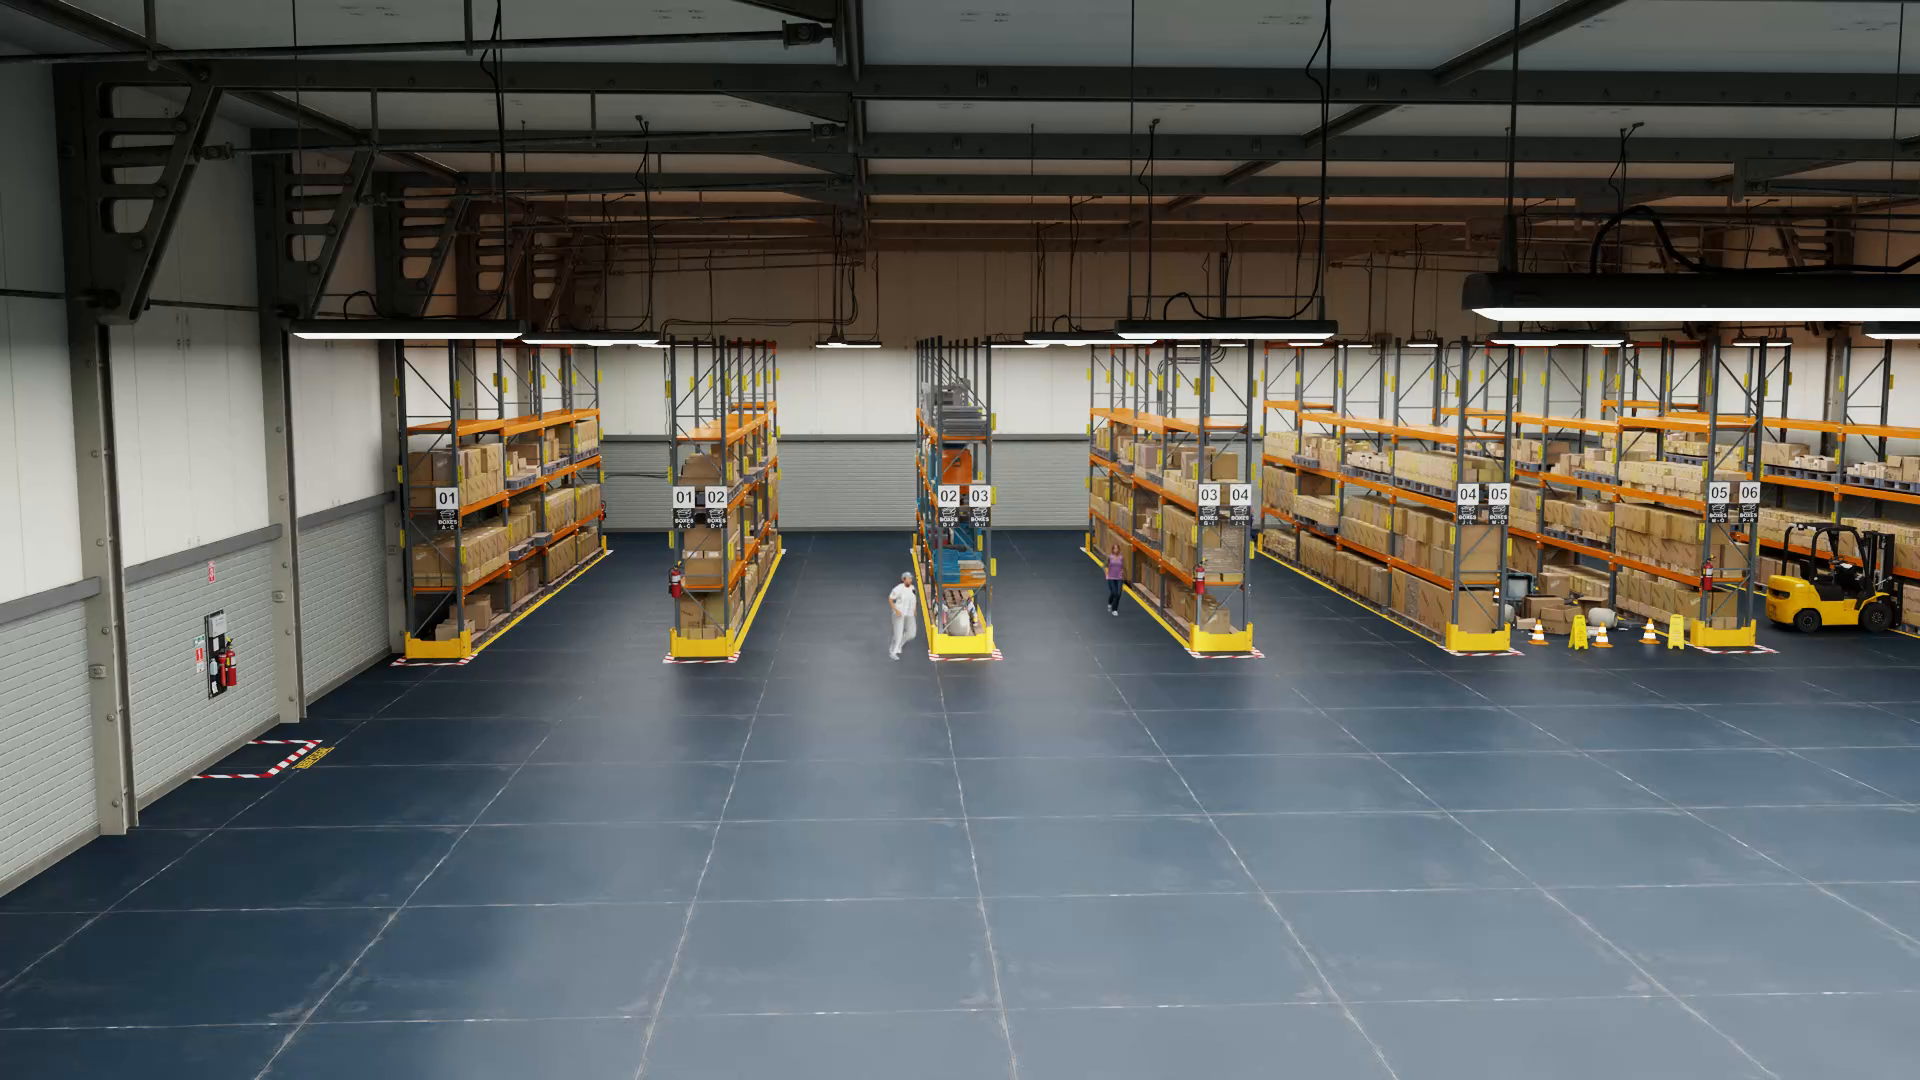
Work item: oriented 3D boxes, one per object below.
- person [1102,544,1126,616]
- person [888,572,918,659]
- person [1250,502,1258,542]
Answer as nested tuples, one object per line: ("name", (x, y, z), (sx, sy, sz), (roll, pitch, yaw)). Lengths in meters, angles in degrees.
("person", (3.352, 0.865, 35.934), (0.503, 1.558, 0.493), (-1, 7, -6))
("person", (-1.021, 1.411, 31.100), (0.662, 1.619, 0.511), (-4, 8, -33))
("person", (8.473, -0.616, 49.023), (0.713, 1.573, 0.741), (-2, 7, -14))
